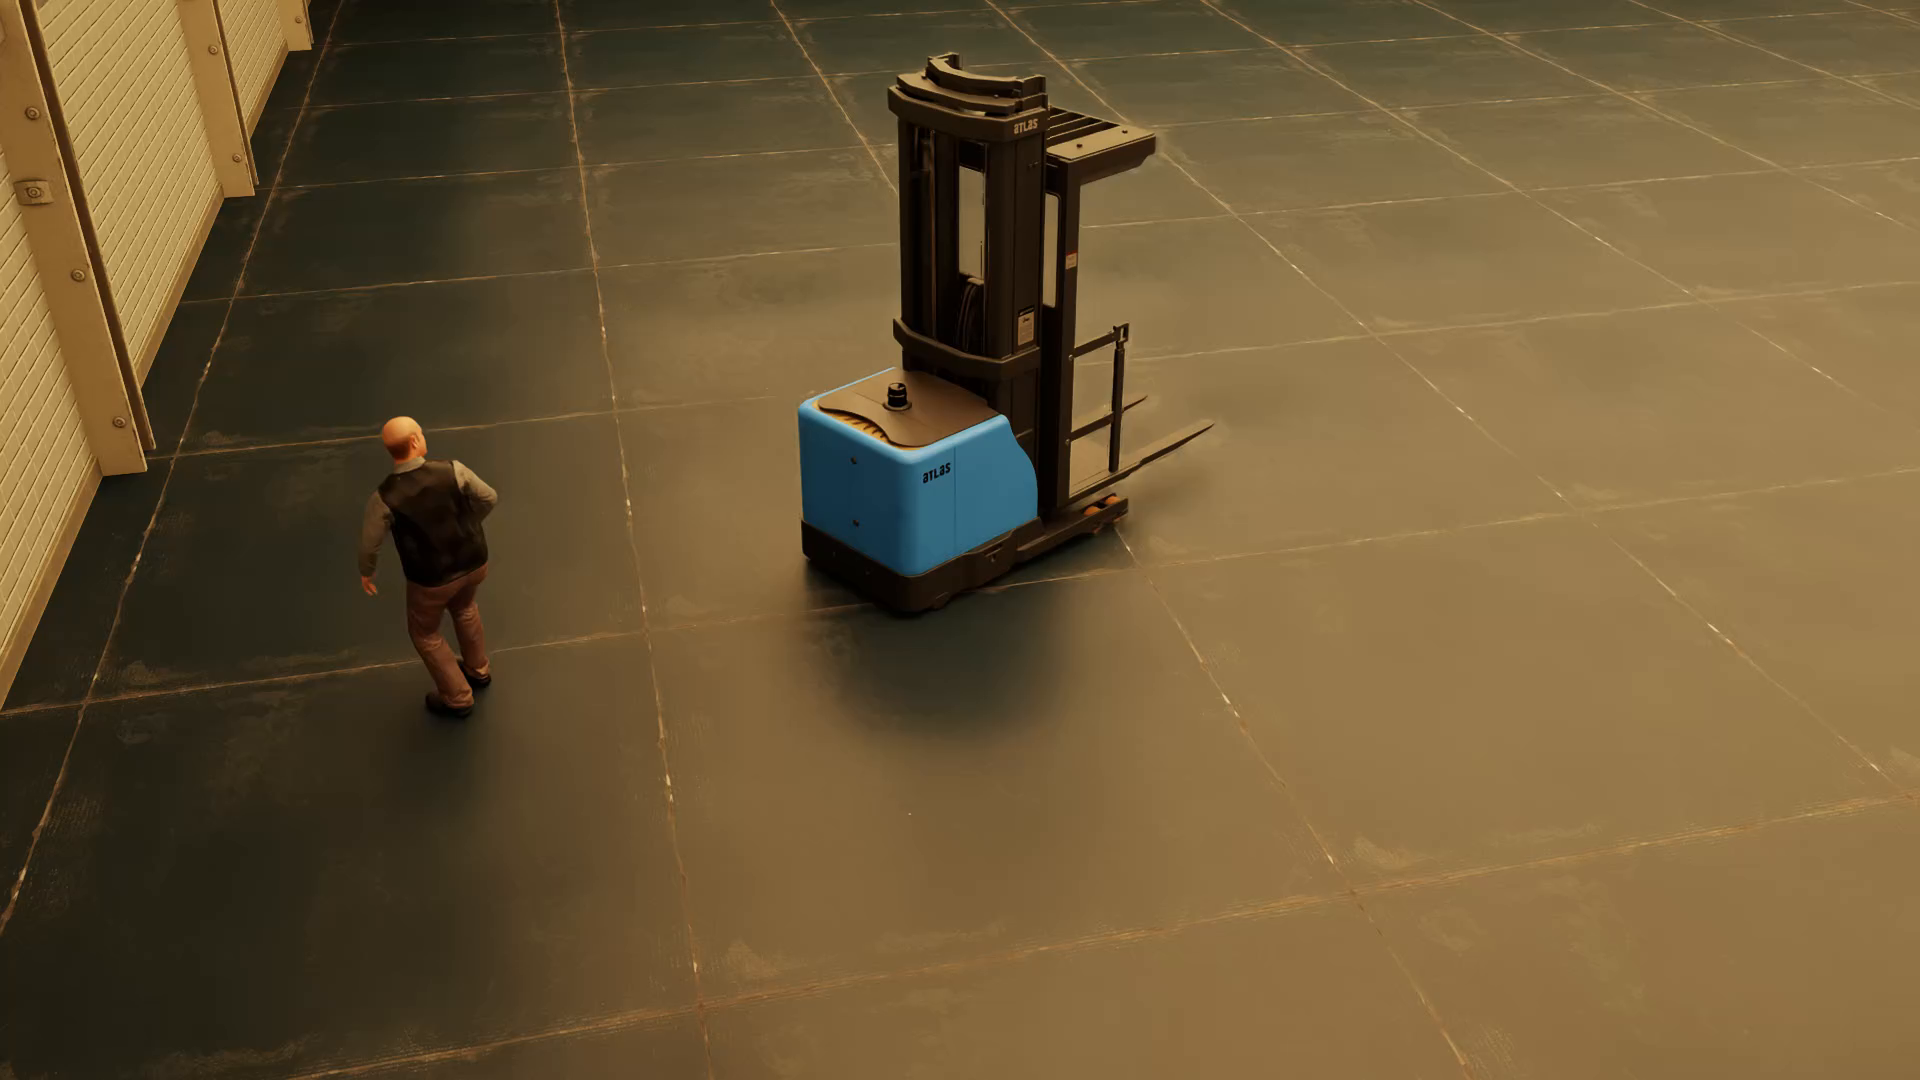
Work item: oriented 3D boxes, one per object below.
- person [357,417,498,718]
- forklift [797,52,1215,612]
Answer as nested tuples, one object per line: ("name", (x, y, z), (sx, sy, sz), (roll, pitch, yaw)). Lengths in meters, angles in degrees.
("person", (-2.747, 0.131, 8.606), (0.731, 1.687, 0.516), (-26, 39, -37))
("forklift", (0.439, -1.481, 10.133), (3.031, 2.935, 1.130), (-26, 39, -37))
